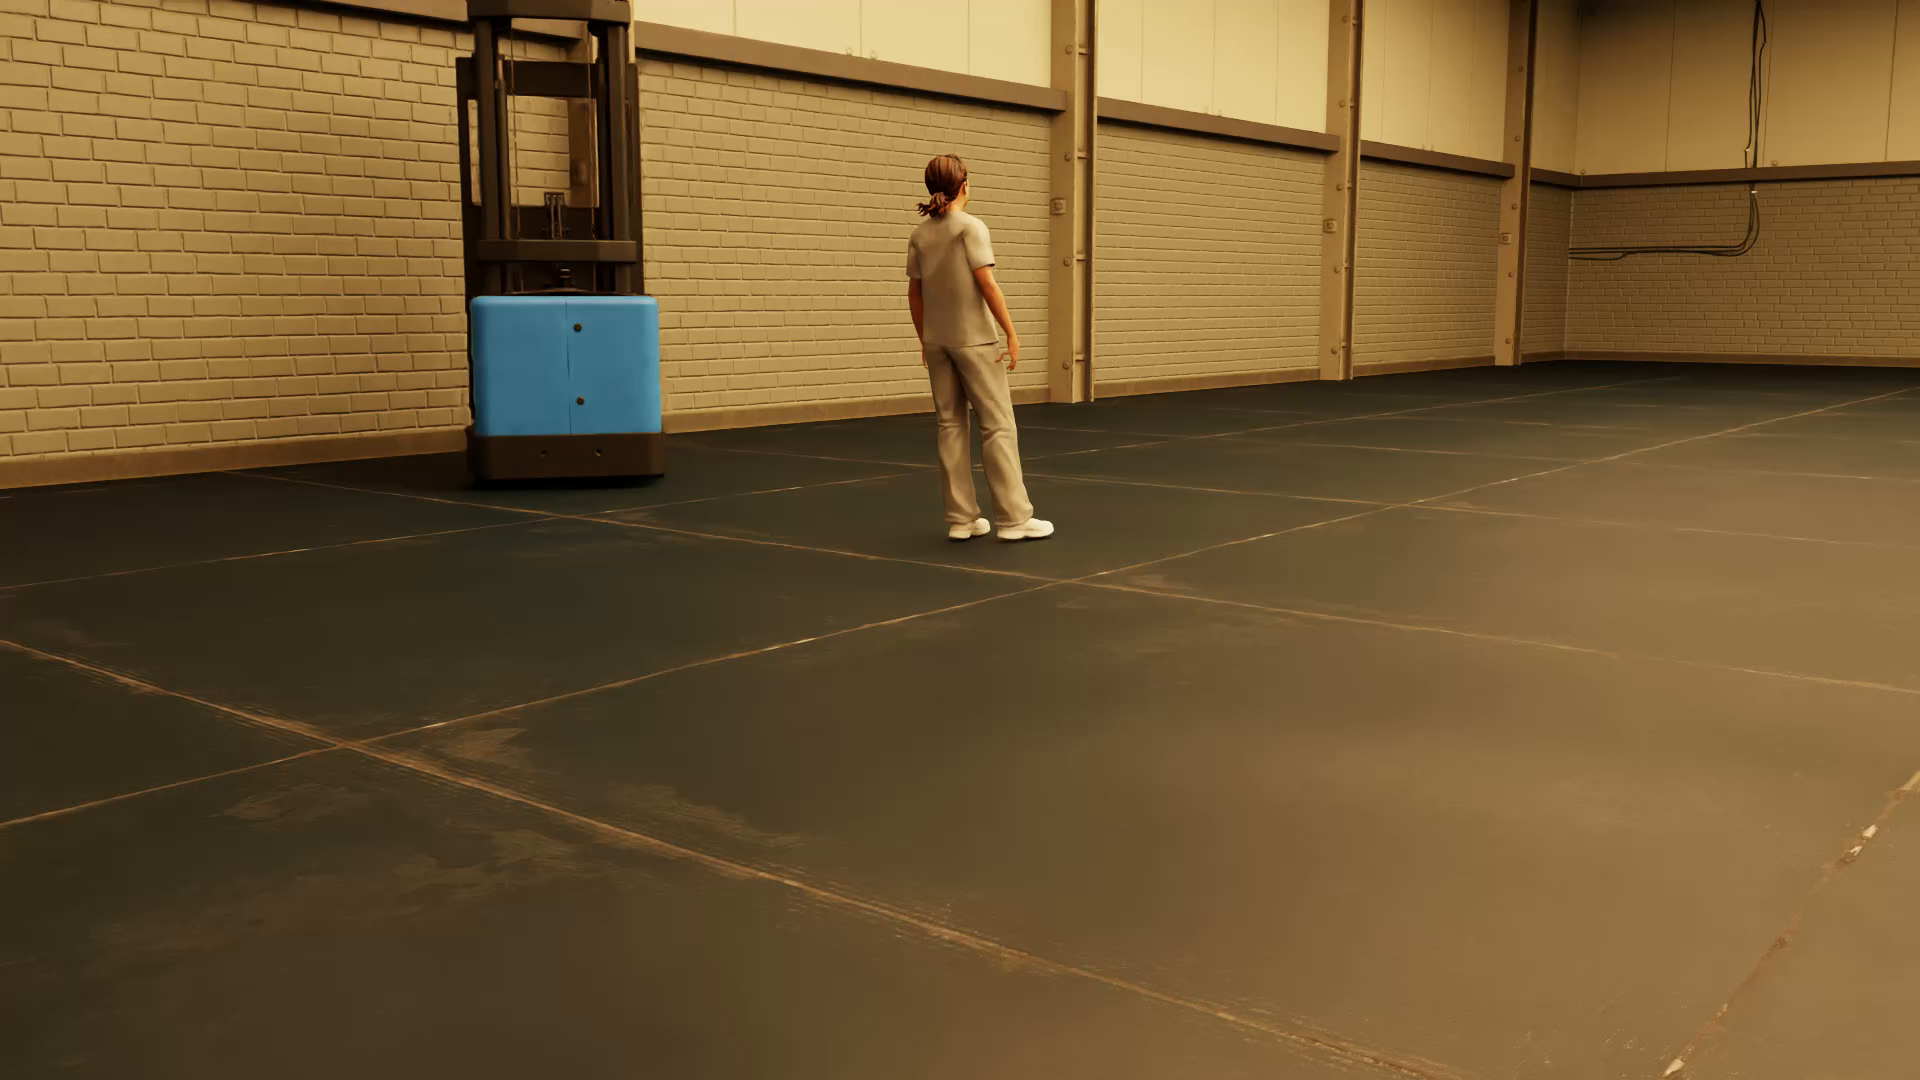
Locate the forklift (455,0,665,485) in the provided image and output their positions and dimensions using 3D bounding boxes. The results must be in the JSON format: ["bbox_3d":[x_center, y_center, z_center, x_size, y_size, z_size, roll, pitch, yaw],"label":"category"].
[{"bbox_3d":[-2.588,-1.941,10.546,1.130,2.935,3.031,-2,9,-16],"label":"forklift"}]

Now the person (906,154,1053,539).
[{"bbox_3d":[0.057,-0.844,7.331,0.549,1.673,0.548,7,11,38],"label":"person"}]
